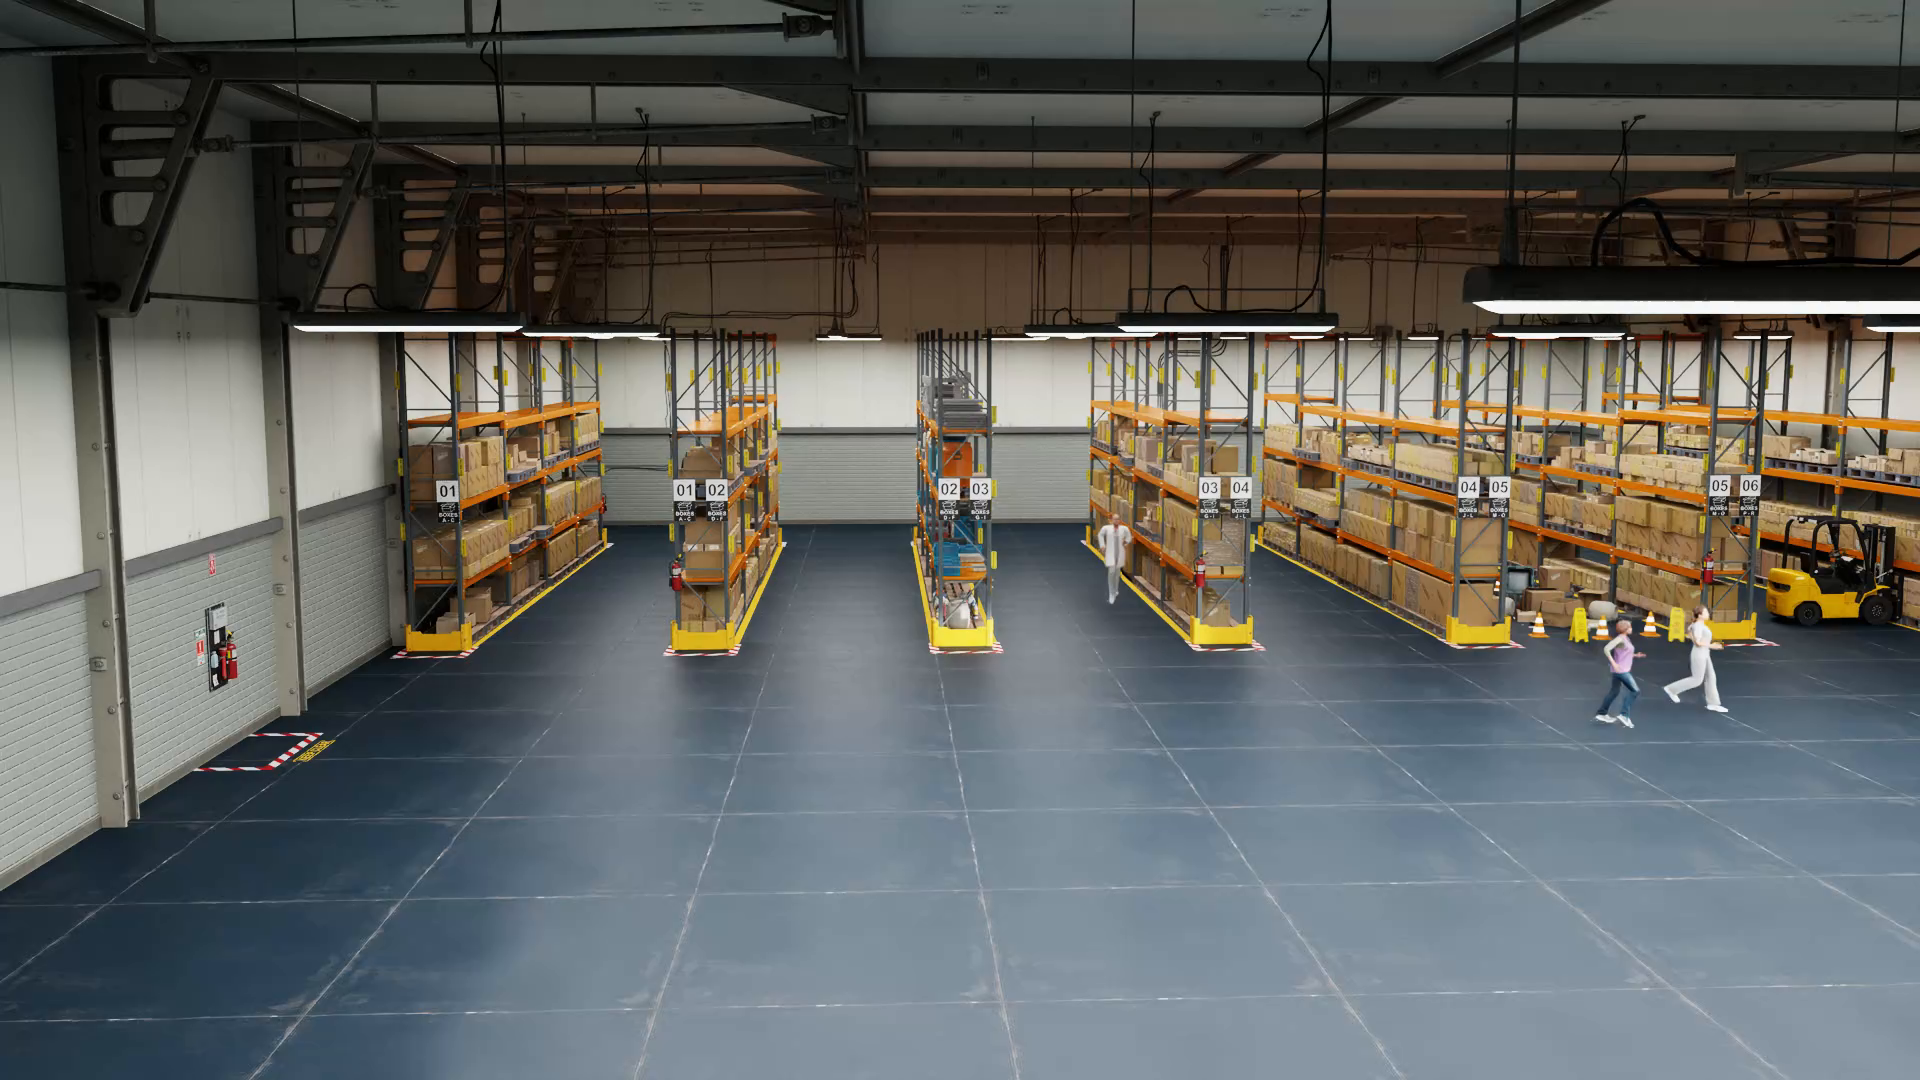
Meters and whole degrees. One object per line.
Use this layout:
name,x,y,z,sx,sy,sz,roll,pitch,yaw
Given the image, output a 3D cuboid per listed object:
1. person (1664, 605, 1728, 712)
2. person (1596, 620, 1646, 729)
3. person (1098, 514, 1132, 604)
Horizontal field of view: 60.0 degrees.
person,11.523,1.837,25.950,0.935,1.663,0.568,4,8,29
person,9.907,1.997,24.917,0.663,1.621,0.515,3,7,22
person,3.340,0.384,35.610,0.689,1.894,0.820,-1,7,-6
